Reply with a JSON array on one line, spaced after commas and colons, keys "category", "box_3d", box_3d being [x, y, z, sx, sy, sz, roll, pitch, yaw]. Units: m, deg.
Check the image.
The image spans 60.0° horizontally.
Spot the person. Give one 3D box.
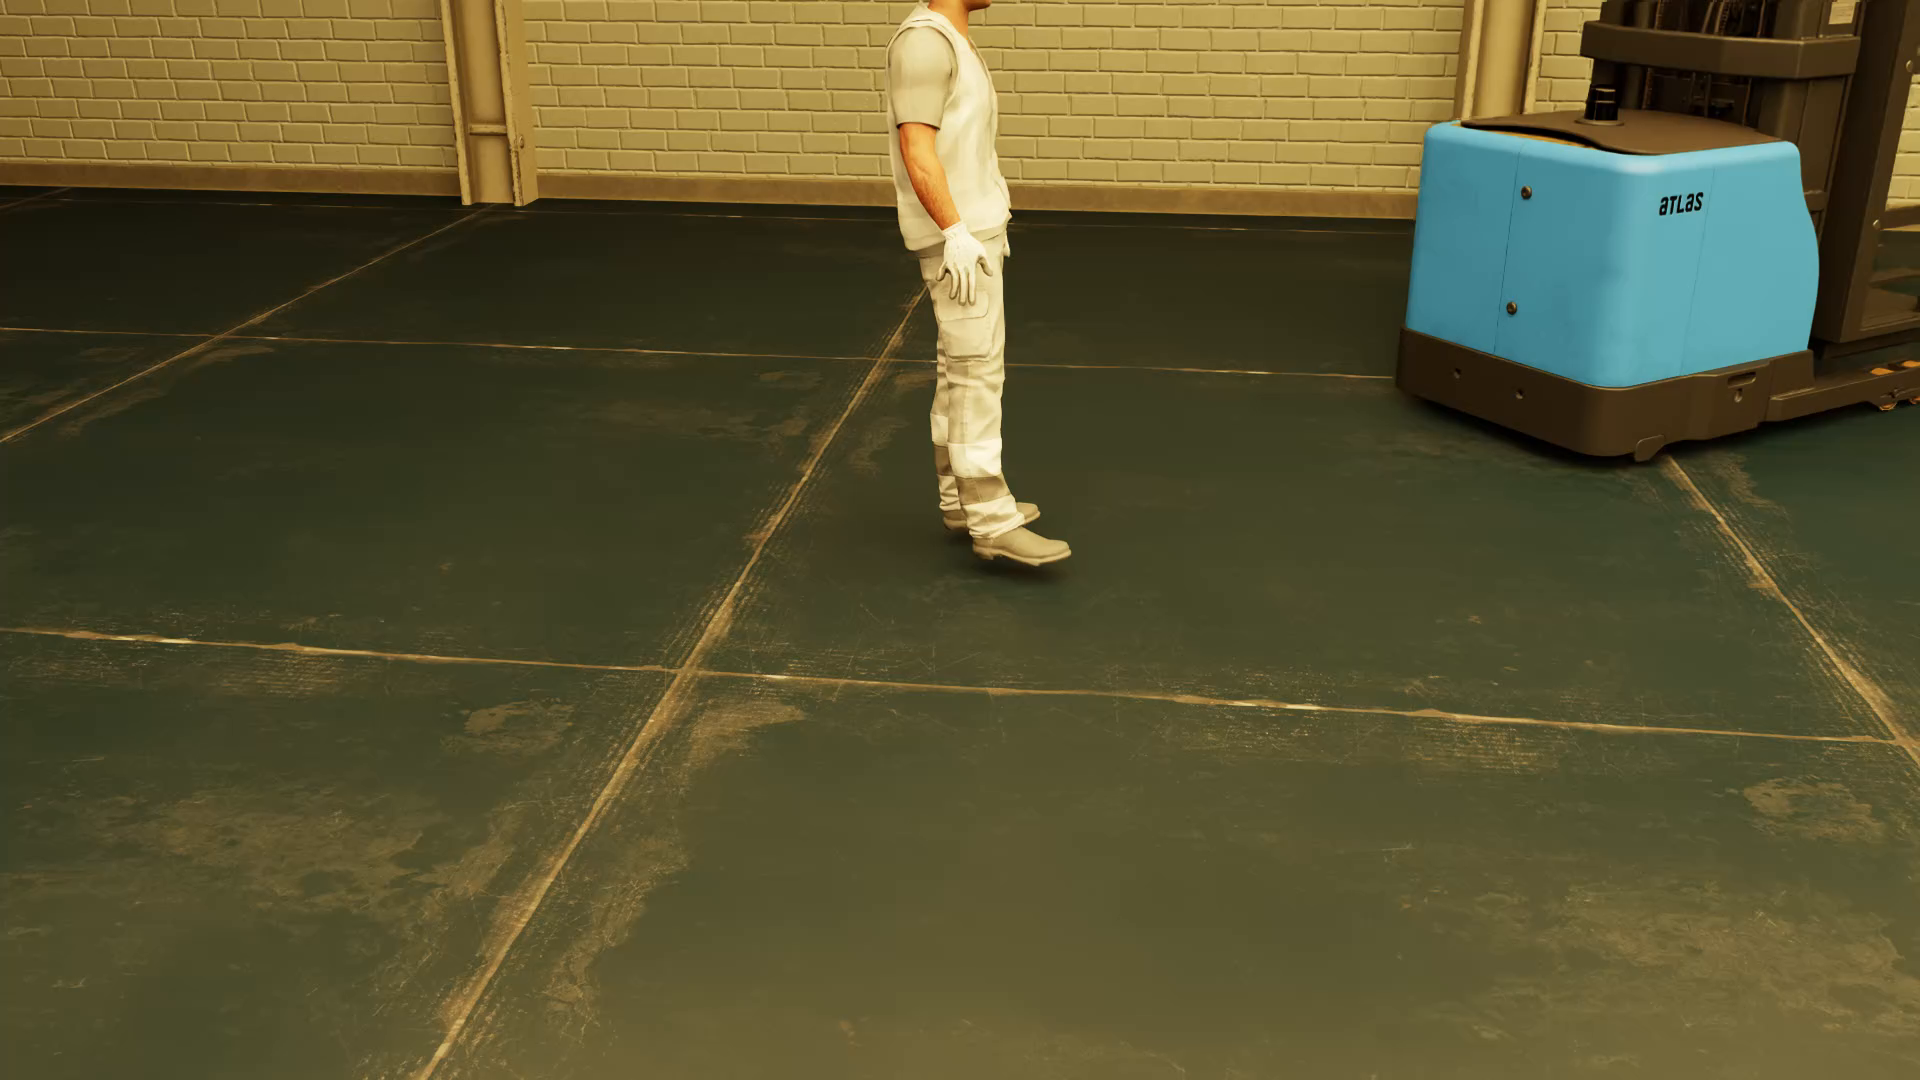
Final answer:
[{"category": "person", "box_3d": [0.078, -0.866, 4.805, 0.564, 1.786, 0.638, 3, 22, 7]}]

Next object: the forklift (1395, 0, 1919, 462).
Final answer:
[{"category": "forklift", "box_3d": [3.230, -2.013, 6.254, 3.031, 2.935, 1.130, -12, 25, -27]}]
